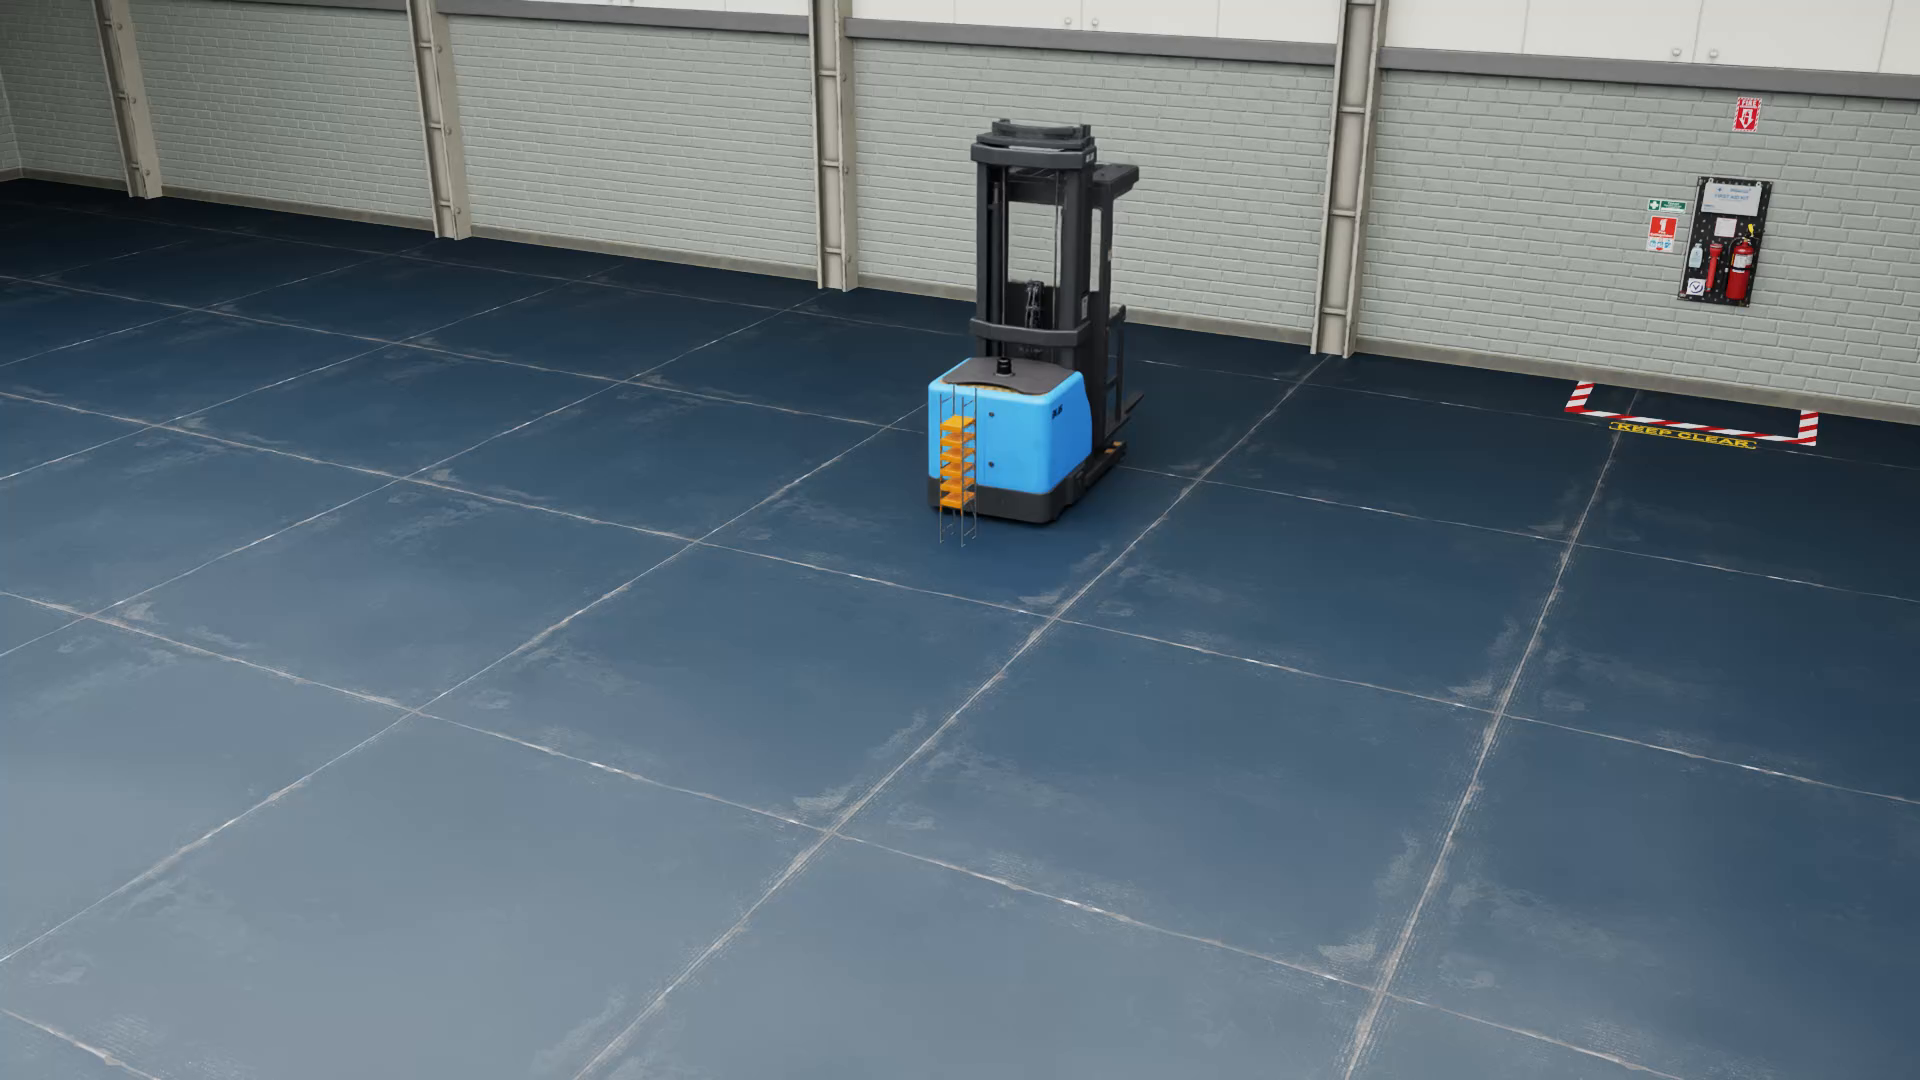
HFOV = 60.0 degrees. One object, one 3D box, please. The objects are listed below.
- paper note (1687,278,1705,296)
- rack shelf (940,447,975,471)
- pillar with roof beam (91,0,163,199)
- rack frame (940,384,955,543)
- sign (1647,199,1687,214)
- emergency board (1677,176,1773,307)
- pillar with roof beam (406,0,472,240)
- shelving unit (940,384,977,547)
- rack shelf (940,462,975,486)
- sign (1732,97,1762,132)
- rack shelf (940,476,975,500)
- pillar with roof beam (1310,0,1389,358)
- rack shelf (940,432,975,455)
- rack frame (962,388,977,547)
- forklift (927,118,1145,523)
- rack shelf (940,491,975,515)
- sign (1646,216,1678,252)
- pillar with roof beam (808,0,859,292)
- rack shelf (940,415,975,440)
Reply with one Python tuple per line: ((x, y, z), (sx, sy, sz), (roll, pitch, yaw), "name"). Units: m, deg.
((6.941, -2.387, 15.681), (0.142, 0.148, 0.016), (11, 25, 25), "paper note")
((-0.013, -0.624, 12.518), (0.180, 0.103, 0.258), (11, 25, 25), "rack shelf")
((-14.105, -7.782, 19.576), (0.400, 9.000, 9.100), (11, 25, 25), "pillar with roof beam")
((-0.095, -0.571, 12.585), (0.006, 1.200, 0.240), (11, 25, 25), "rack frame")
((6.621, -3.127, 15.573), (0.331, 0.109, 0.001), (11, 25, 25), "sign")
((7.068, -2.737, 15.378), (0.643, 1.169, 0.194), (11, 25, 25), "emergency board")
((-8.750, -6.723, 17.085), (0.400, 9.000, 9.100), (11, 25, 25), "pillar with roof beam")
((-0.013, -0.555, 12.547), (0.189, 1.200, 0.258), (11, 25, 25), "shelving unit")
((-0.013, -0.514, 12.565), (0.180, 0.103, 0.258), (11, 25, 25), "rack shelf")
((7.105, -3.840, 15.010), (0.199, 0.298, 0.001), (11, 25, 25), "sign")
((-0.013, -0.403, 12.612), (0.180, 0.103, 0.258), (11, 25, 25), "rack shelf")
((1.959, -4.604, 12.103), (0.400, 9.000, 9.100), (11, 25, 25), "pillar with roof beam")
((-0.013, -0.735, 12.471), (0.180, 0.103, 0.258), (11, 25, 25), "rack shelf")
((0.069, -0.539, 12.509), (0.006, 1.200, 0.240), (11, 25, 25), "rack frame")
((0.795, -2.026, 13.796), (1.130, 2.935, 3.031), (10, 25, 22), "forklift")
((-0.013, -0.293, 12.659), (0.180, 0.103, 0.258), (11, 25, 25), "rack shelf")
((6.621, -2.887, 15.686), (0.234, 0.329, 0.001), (11, 25, 25), "sign")
((-3.396, -5.663, 14.594), (0.400, 9.000, 9.100), (11, 25, 25), "pillar with roof beam")
((-0.013, -0.845, 12.424), (0.180, 0.103, 0.258), (11, 25, 25), "rack shelf")
